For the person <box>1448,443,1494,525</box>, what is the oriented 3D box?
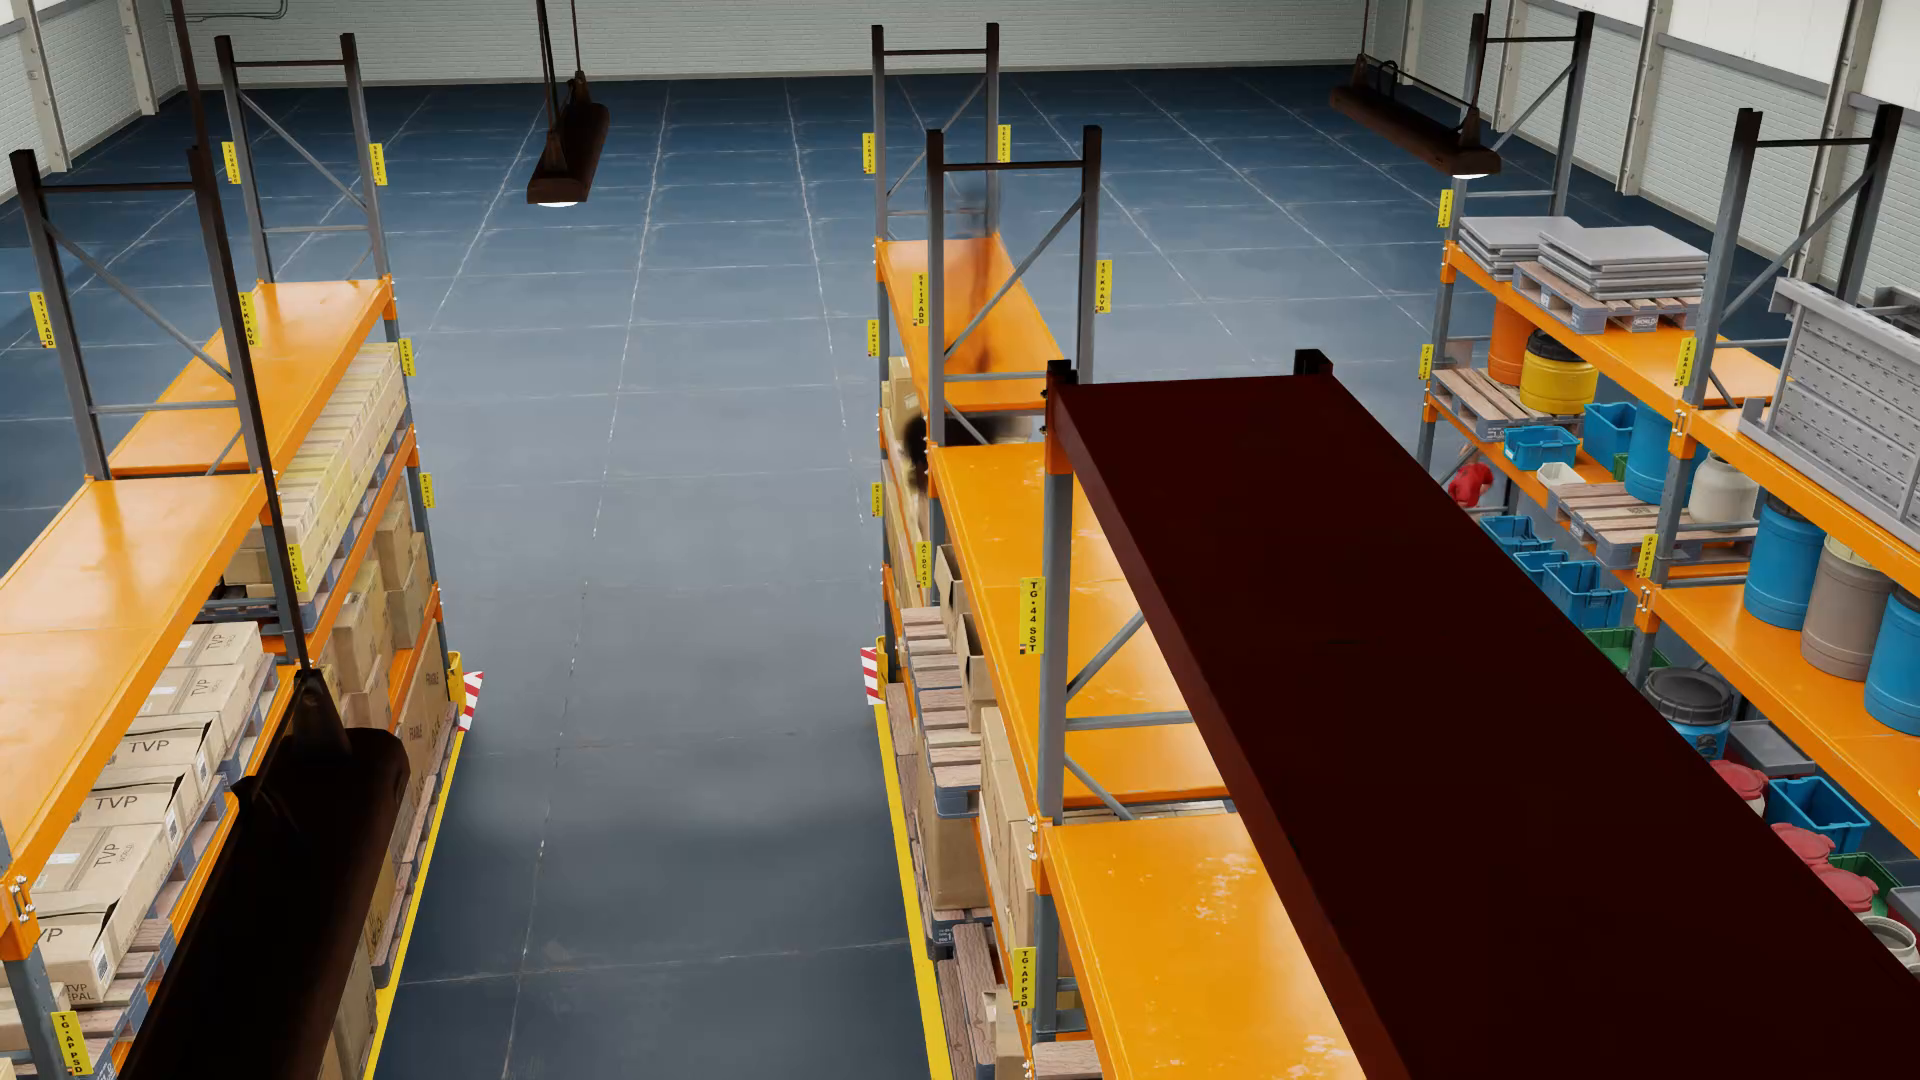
[{"bbox_3d":[5.187,-0.195,17.003,0.586,1.694,0.694,18,31,32],"label":"person"}]
